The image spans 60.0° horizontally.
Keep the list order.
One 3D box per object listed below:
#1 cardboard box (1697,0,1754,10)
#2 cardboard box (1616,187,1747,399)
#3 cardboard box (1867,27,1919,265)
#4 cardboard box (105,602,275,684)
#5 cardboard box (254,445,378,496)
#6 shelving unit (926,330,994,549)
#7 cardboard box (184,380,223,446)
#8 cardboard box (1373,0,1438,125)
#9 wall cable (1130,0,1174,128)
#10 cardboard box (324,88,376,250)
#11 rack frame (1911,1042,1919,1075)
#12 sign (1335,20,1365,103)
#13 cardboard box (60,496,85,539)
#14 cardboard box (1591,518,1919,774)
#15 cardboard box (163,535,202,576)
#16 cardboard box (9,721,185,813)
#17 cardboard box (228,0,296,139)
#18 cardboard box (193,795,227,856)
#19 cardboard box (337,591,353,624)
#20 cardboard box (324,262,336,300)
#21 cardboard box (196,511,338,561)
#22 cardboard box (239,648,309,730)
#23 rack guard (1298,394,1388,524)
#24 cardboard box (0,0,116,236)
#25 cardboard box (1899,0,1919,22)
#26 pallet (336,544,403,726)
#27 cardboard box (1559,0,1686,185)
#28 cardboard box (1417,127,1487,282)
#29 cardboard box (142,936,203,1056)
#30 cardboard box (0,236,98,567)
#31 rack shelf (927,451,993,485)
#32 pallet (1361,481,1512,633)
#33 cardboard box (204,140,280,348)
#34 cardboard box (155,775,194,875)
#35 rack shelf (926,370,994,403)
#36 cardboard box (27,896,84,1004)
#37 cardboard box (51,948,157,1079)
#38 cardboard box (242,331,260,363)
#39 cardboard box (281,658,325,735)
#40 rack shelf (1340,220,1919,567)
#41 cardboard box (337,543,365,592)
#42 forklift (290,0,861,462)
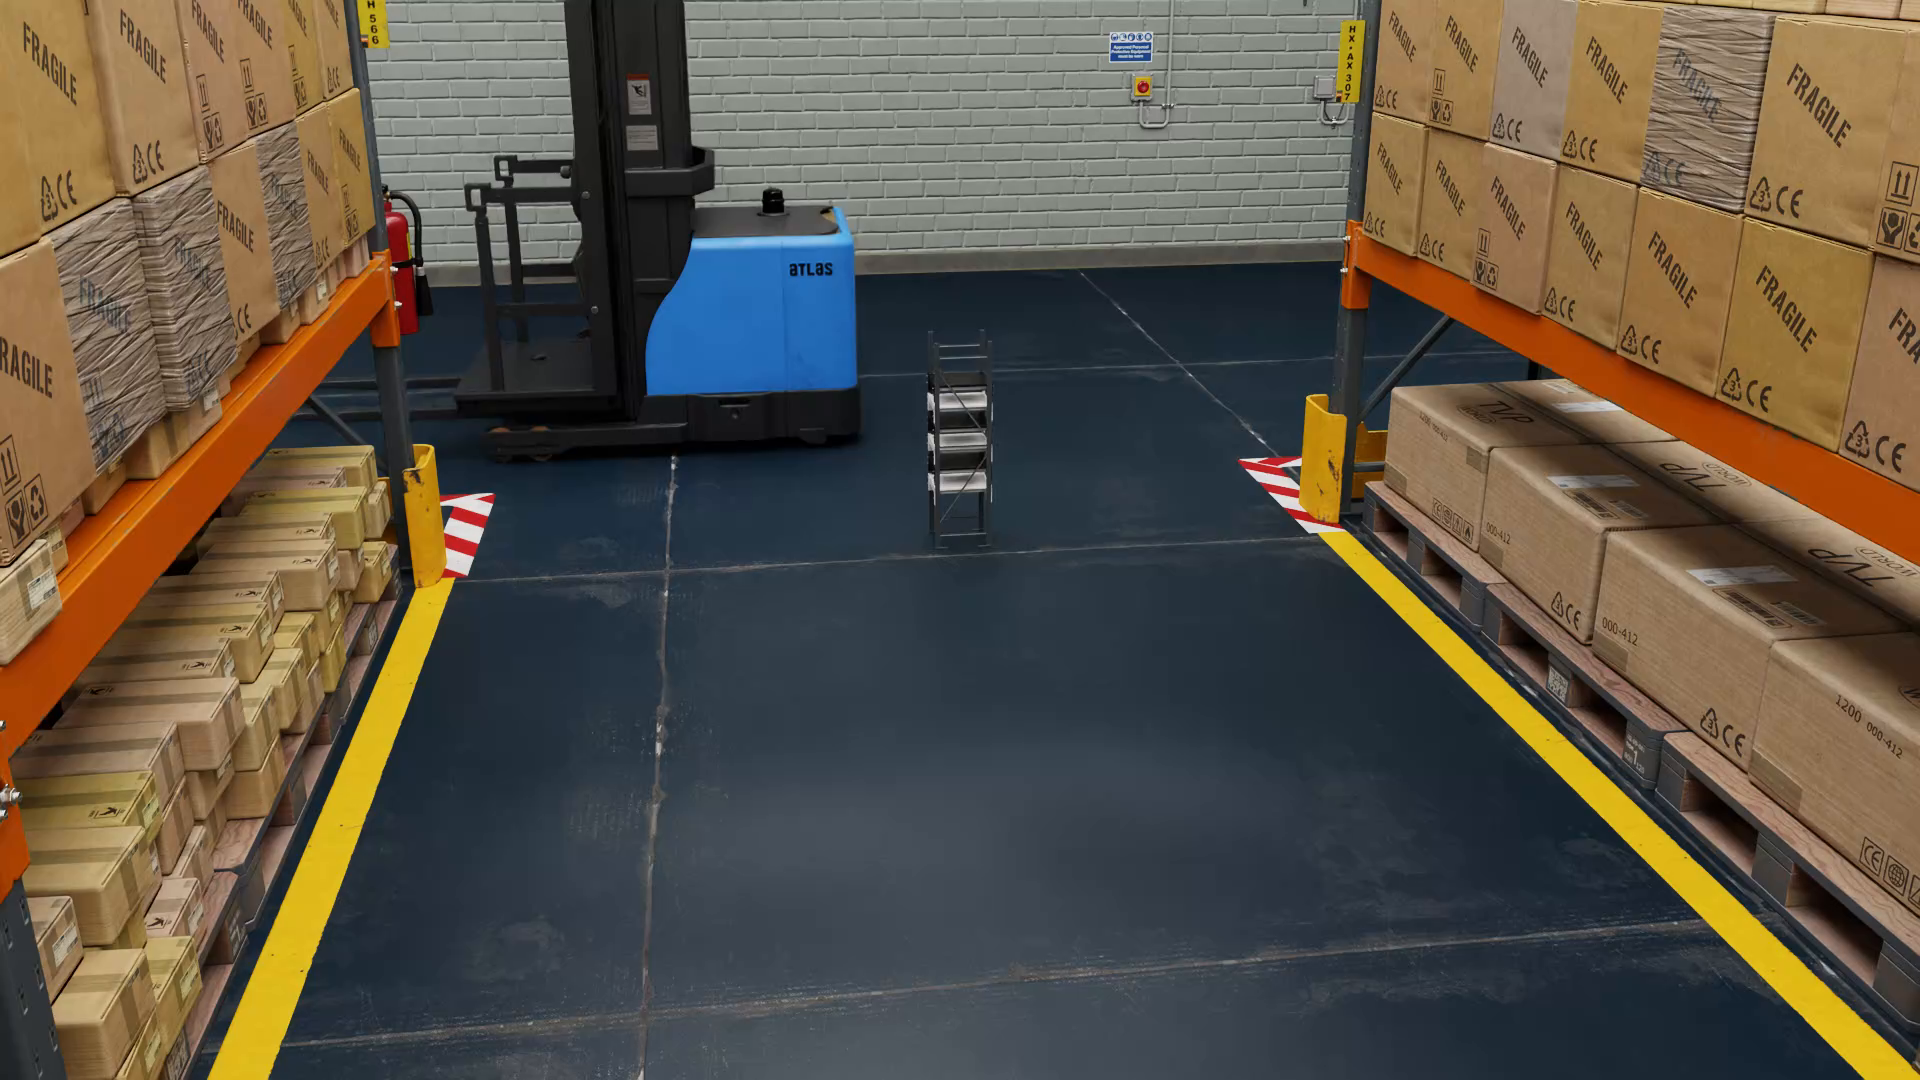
[{"bbox_3d":[2.256,-1.527,4.518,0.380,0.149,0.250,-3,21,-9],"label":"cardboard box"},{"bbox_3d":[2.250,-0.717,4.706,0.500,0.500,0.500,-3,21,-9],"label":"cardboard box"},{"bbox_3d":[2.396,-0.836,3.595,0.500,0.500,0.500,-3,21,-8],"label":"cardboard box"},{"bbox_3d":[-2.192,0.301,4.746,0.380,0.149,0.250,-3,21,-7],"label":"cardboard box"},{"bbox_3d":[-2.396,-0.241,6.198,0.380,0.149,0.250,-3,21,-7],"label":"cardboard box"},{"bbox_3d":[-0.001,-0.424,7.066,0.258,0.900,0.210,-3,21,-8],"label":"shelving unit"},{"bbox_3d":[-2.102,-0.337,4.190,0.380,0.149,0.250,-2,21,-5],"label":"cardboard box"},{"bbox_3d":[1.948,-1.891,6.420,0.500,0.500,0.500,-3,21,-9],"label":"cardboard box"},{"bbox_3d":[1.324,-3.998,12.136,0.585,1.953,0.123,-3,21,-8],"label":"wall cable"},{"bbox_3d":[-2.404,-1.315,5.882,0.500,0.500,0.500,-2,21,-7],"label":"cardboard box"},{"bbox_3d":[2.737,-0.171,3.387,1.000,3.000,0.127,-3,21,-8],"label":"rack frame"},{"bbox_3d":[1.610,-1.973,6.861,0.100,0.325,0.005,-3,21,-8],"label":"sign"},{"bbox_3d":[-2.065,-0.059,3.446,0.380,0.149,0.250,-4,21,-10],"label":"cardboard box"},{"bbox_3d":[2.623,0.300,5.189,0.875,0.438,0.875,-4,21,-9],"label":"cardboard box"},{"bbox_3d":[-2.796,0.100,5.710,0.380,0.149,0.250,-3,21,-7],"label":"cardboard box"},{"bbox_3d":[-2.118,0.571,4.024,0.380,0.149,0.250,-3,21,-9],"label":"cardboard box"},{"bbox_3d":[-2.255,-1.425,4.748,0.500,0.500,0.500,-2,21,-5],"label":"cardboard box"},{"bbox_3d":[-2.167,0.758,4.375,0.380,0.149,0.250,-4,21,-10],"label":"cardboard box"},{"bbox_3d":[-2.351,0.219,5.818,0.380,0.149,0.250,-3,21,-8],"label":"cardboard box"},{"bbox_3d":[-2.347,-0.881,5.647,0.380,0.149,0.250,-3,21,-8],"label":"cardboard box"},{"bbox_3d":[-2.279,0.025,5.486,0.380,0.149,0.250,-4,21,-10],"label":"cardboard box"},{"bbox_3d":[-2.115,0.438,4.804,0.380,0.149,0.250,-3,21,-7],"label":"cardboard box"},{"bbox_3d":[2.157,-0.393,7.555,1.175,0.500,0.348,-3,21,-8],"label":"rack guard"},{"bbox_3d":[-2.061,-0.888,3.310,0.500,0.500,0.500,-4,21,-9],"label":"cardboard box"},{"bbox_3d":[2.421,-1.264,3.815,0.380,0.149,0.250,-3,21,-8],"label":"cardboard box"},{"bbox_3d":[-2.631,0.344,5.993,1.003,0.211,1.213,-3,21,-8],"label":"pallet"},{"bbox_3d":[2.184,-1.362,5.003,0.500,0.500,0.500,-3,21,-8],"label":"cardboard box"},{"bbox_3d":[2.046,-1.249,6.129,0.500,0.500,0.500,-3,21,-9],"label":"cardboard box"},{"bbox_3d":[-1.920,1.018,3.678,0.380,0.149,0.250,-2,21,-6],"label":"cardboard box"},{"bbox_3d":[-1.969,-0.257,3.049,0.500,0.500,0.500,-3,21,-9],"label":"cardboard box"},{"bbox_3d":[-0.001,-0.309,7.109,0.258,0.077,0.200,-3,21,-8],"label":"rack shelf"},{"bbox_3d":[2.353,0.023,6.853,1.003,0.211,1.213,-3,21,-8],"label":"pallet"},{"bbox_3d":[-2.191,-0.788,4.471,0.500,0.500,0.500,-2,21,-5],"label":"cardboard box"},{"bbox_3d":[-2.115,0.712,4.072,0.380,0.149,0.250,-4,21,-11],"label":"cardboard box"},{"bbox_3d":[-0.001,-0.646,6.983,0.258,0.077,0.200,-3,21,-8],"label":"rack shelf"},{"bbox_3d":[-1.992,0.844,3.294,0.380,0.149,0.250,-2,21,-6],"label":"cardboard box"},{"bbox_3d":[-1.883,0.971,3.378,0.380,0.149,0.250,-2,21,-5],"label":"cardboard box"},{"bbox_3d":[-2.298,-0.605,4.907,0.380,0.149,0.250,-4,21,-10],"label":"cardboard box"},{"bbox_3d":[-2.184,0.484,5.106,0.380,0.149,0.250,-3,21,-7],"label":"cardboard box"},{"bbox_3d":[2.449,-0.527,5.367,1.077,0.370,4.000,-3,21,-8],"label":"rack shelf"},{"bbox_3d":[-2.288,0.076,5.774,0.380,0.149,0.250,-4,21,-10],"label":"cardboard box"},{"bbox_3d":[-2.063,-1.958,8.269,3.031,2.935,1.130,-2,21,-7],"label":"forklift"}]
